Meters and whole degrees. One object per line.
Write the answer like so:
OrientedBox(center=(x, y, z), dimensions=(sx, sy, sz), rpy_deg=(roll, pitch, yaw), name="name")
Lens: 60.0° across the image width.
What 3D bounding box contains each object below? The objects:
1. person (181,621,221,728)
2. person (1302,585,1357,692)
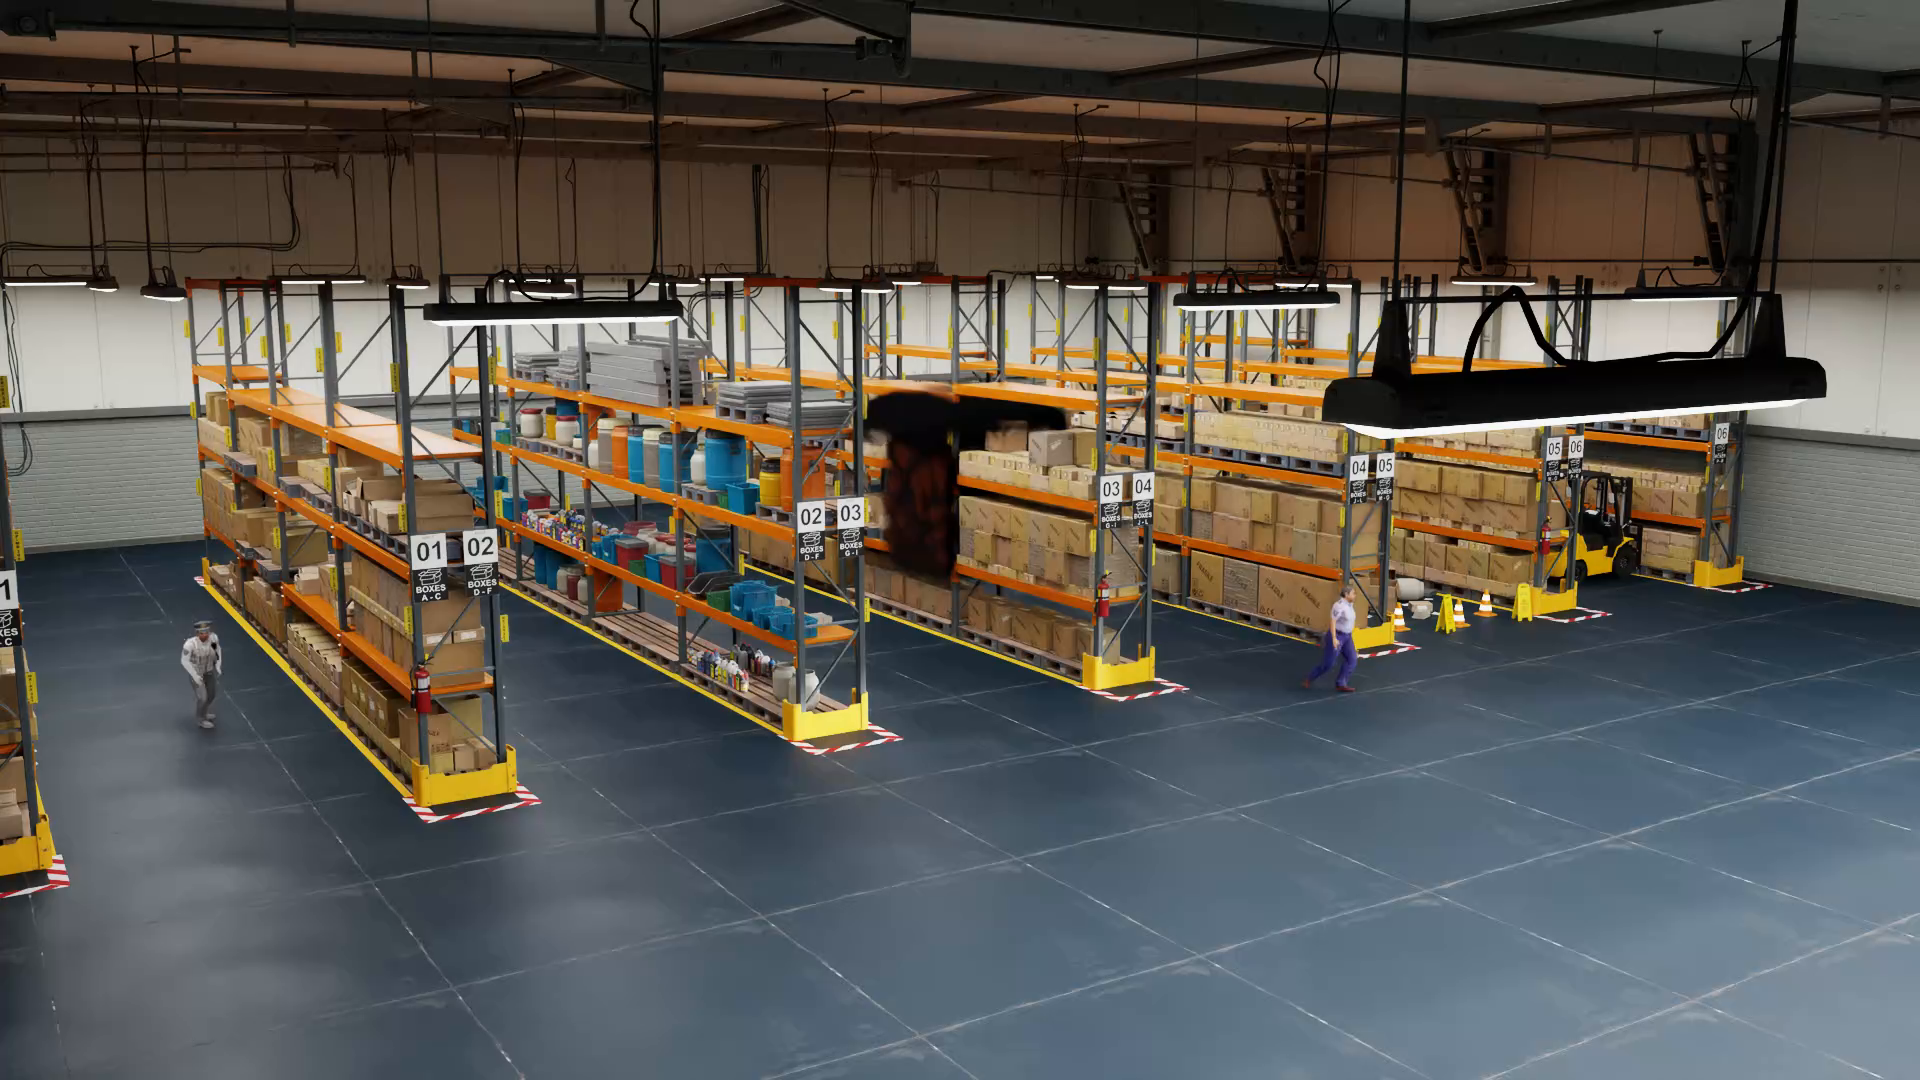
OrientedBox(center=(-10.352, 1.804, 22.674), dimensions=(0.817, 1.538, 0.614), rpy_deg=(6, 11, 32), name="person")
OrientedBox(center=(5.510, 1.445, 24.629), dimensions=(0.710, 1.566, 0.735), rpy_deg=(8, 13, 40), name="person")
